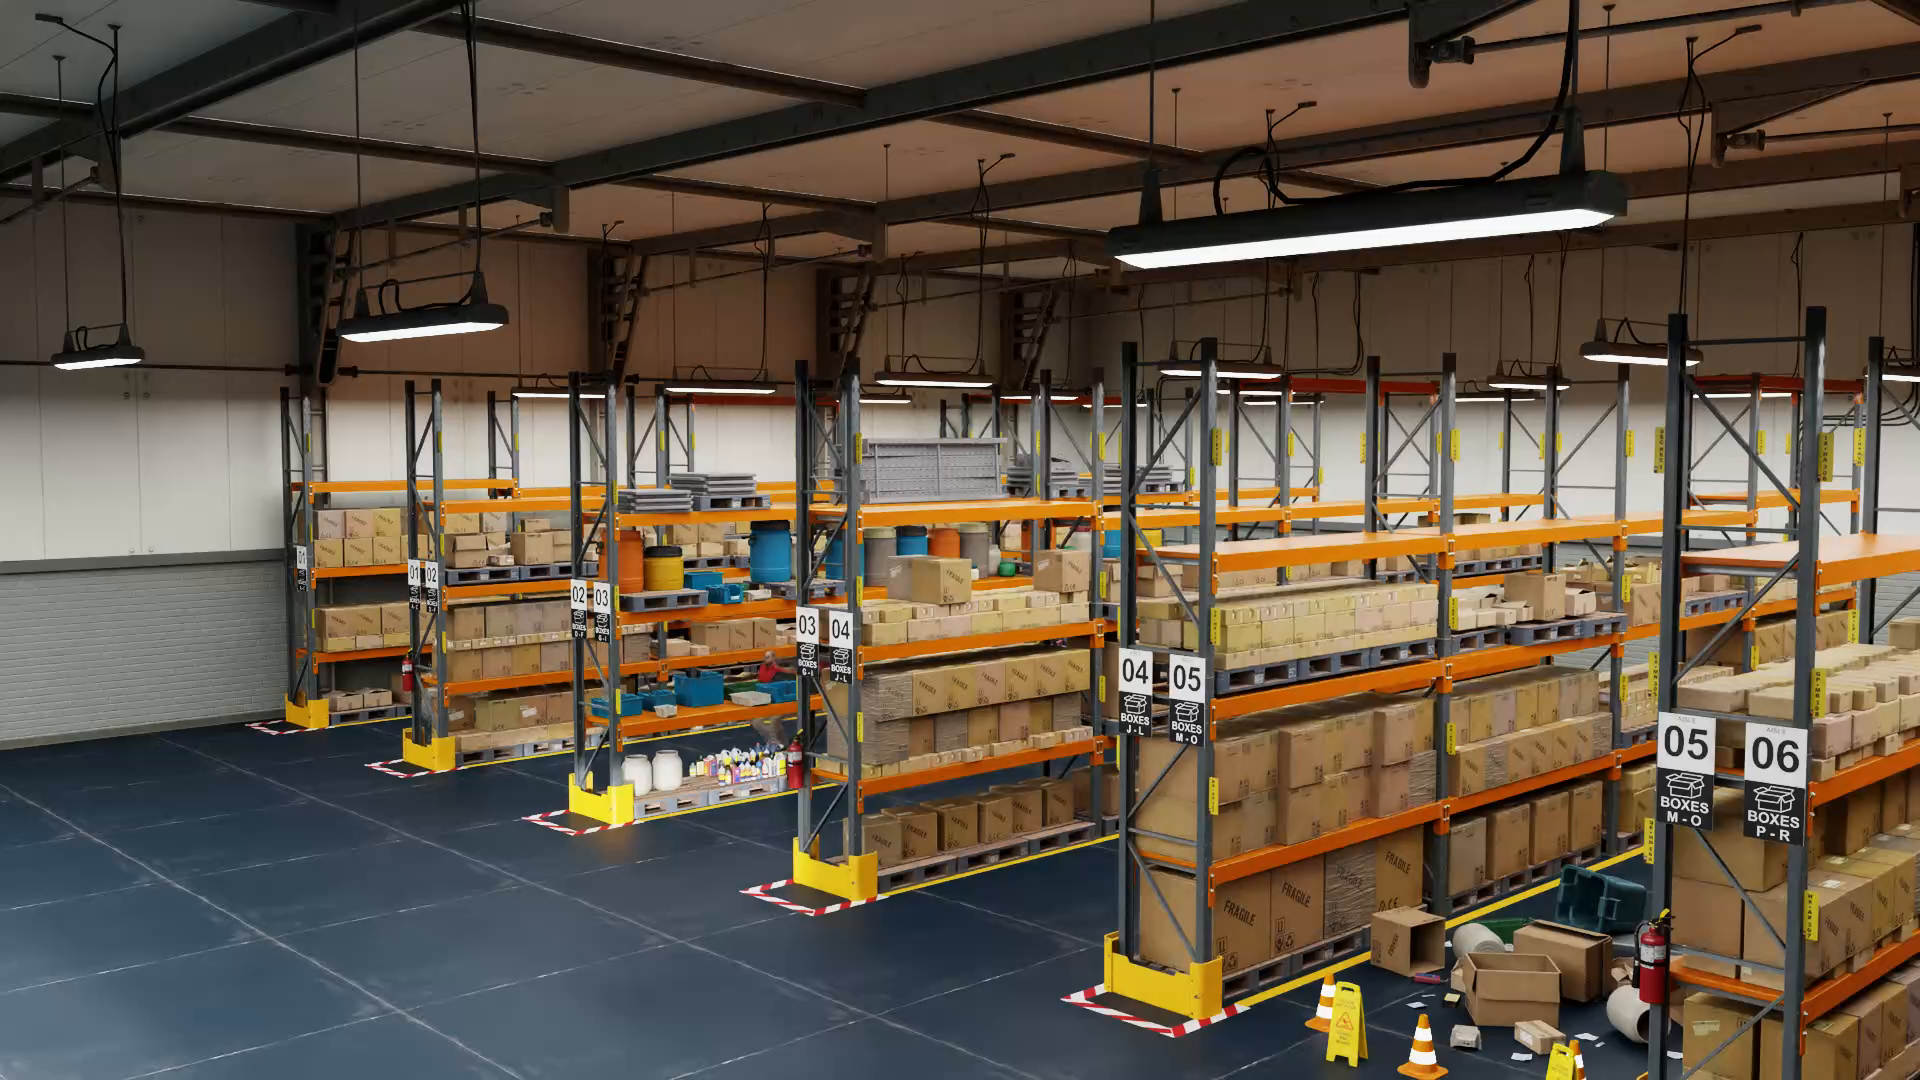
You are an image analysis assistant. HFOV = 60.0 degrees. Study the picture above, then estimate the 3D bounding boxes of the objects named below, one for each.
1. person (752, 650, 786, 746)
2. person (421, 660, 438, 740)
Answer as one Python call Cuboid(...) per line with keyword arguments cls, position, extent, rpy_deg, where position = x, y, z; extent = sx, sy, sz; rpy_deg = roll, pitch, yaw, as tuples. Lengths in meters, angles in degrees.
Cuboid(cls="person", position=(-3.075, 2.605, 26.696), extent=(0.638, 1.688, 0.733), rpy_deg=(2, 4, 31))
Cuboid(cls="person", position=(-8.714, 2.512, 27.725), extent=(0.696, 1.723, 0.627), rpy_deg=(3, 5, 38))
